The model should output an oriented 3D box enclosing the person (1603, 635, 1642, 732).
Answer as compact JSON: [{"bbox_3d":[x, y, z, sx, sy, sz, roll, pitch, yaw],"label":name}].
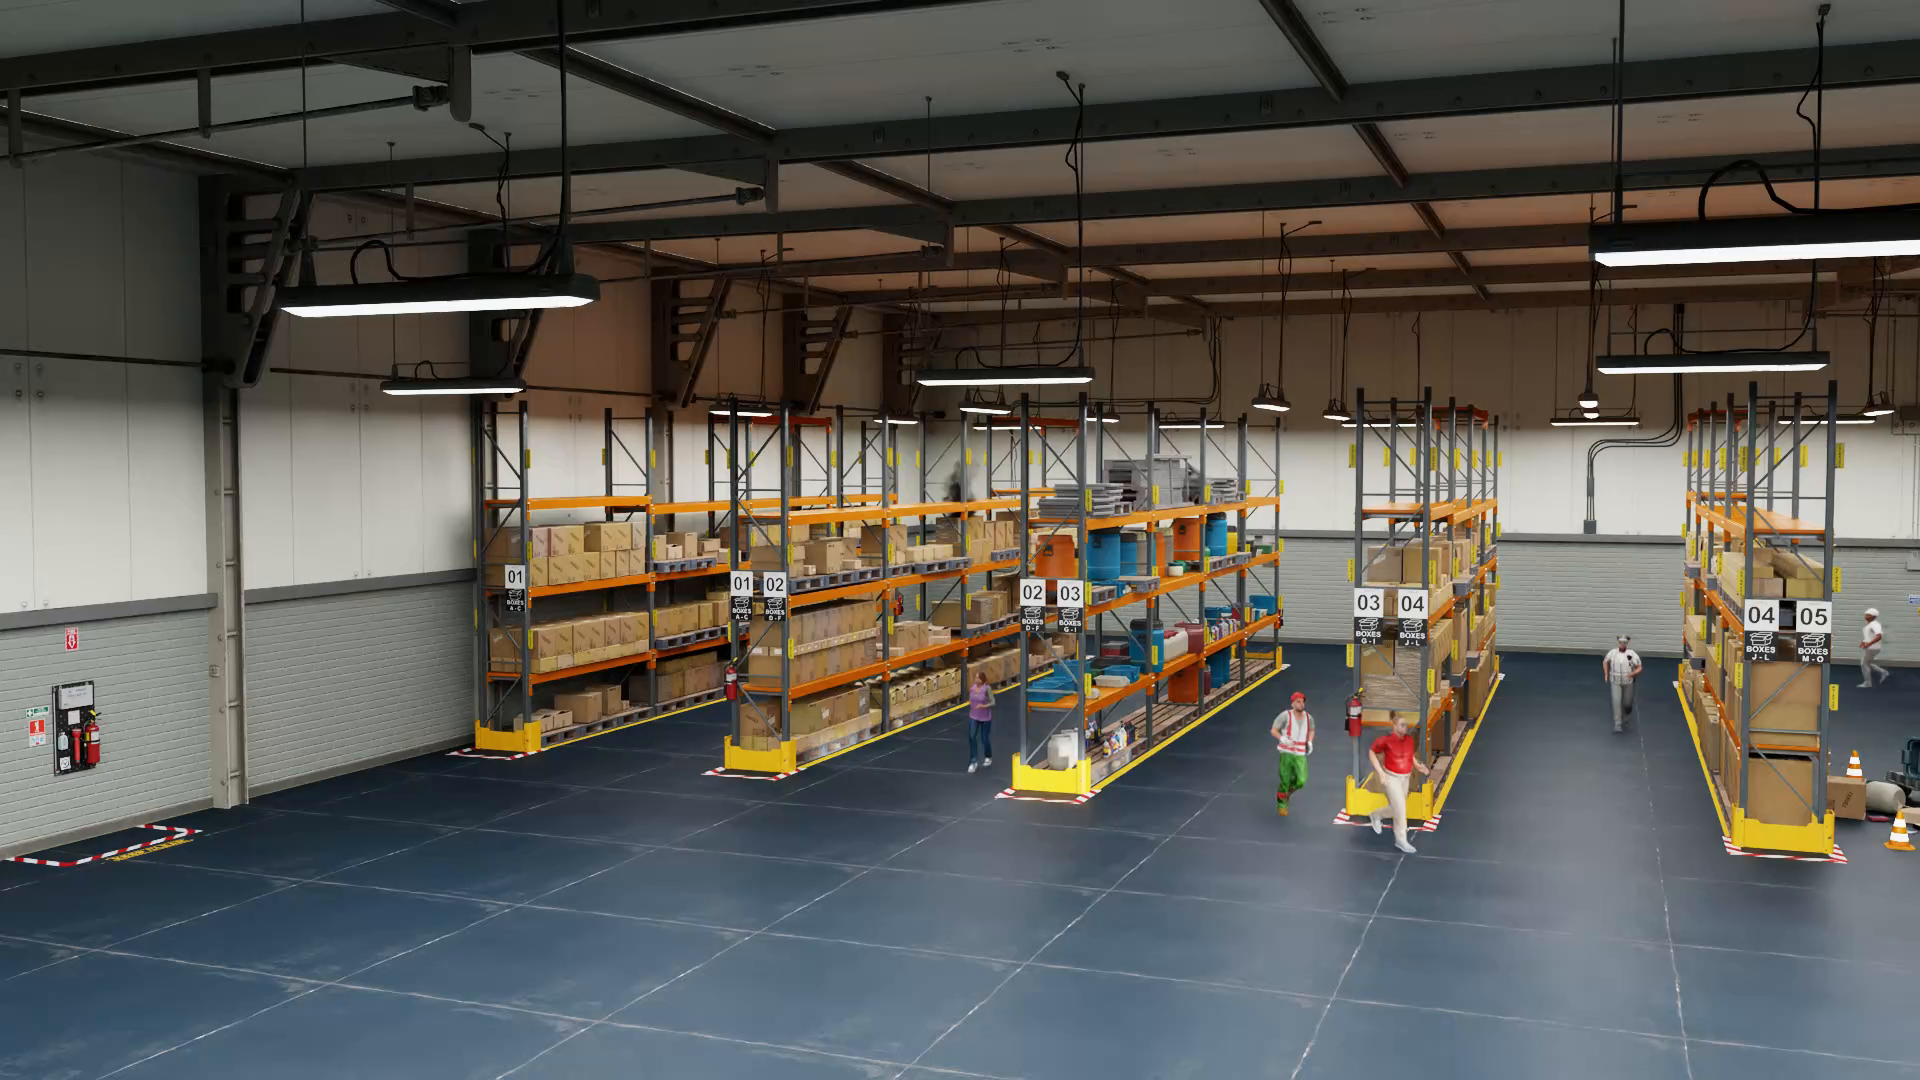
[{"bbox_3d":[12.227,2.615,30.716,0.690,1.754,0.930,1,3,24],"label":"person"}]

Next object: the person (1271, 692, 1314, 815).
[{"bbox_3d":[4.713,3.000,23.371,0.677,1.729,0.623,0,3,-8],"label":"person"}]

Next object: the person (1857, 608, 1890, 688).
[{"bbox_3d":[20.013,2.371,36.390,0.653,1.745,0.724,1,3,21],"label":"person"}]

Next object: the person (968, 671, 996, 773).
[{"bbox_3d":[0.344,2.912,26.689,0.523,1.643,0.722,1,3,21],"label":"person"}]

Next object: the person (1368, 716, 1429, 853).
[{"bbox_3d":[5.578,3.111,21.511,0.643,1.714,0.908,-2,3,-31],"label":"person"}]
